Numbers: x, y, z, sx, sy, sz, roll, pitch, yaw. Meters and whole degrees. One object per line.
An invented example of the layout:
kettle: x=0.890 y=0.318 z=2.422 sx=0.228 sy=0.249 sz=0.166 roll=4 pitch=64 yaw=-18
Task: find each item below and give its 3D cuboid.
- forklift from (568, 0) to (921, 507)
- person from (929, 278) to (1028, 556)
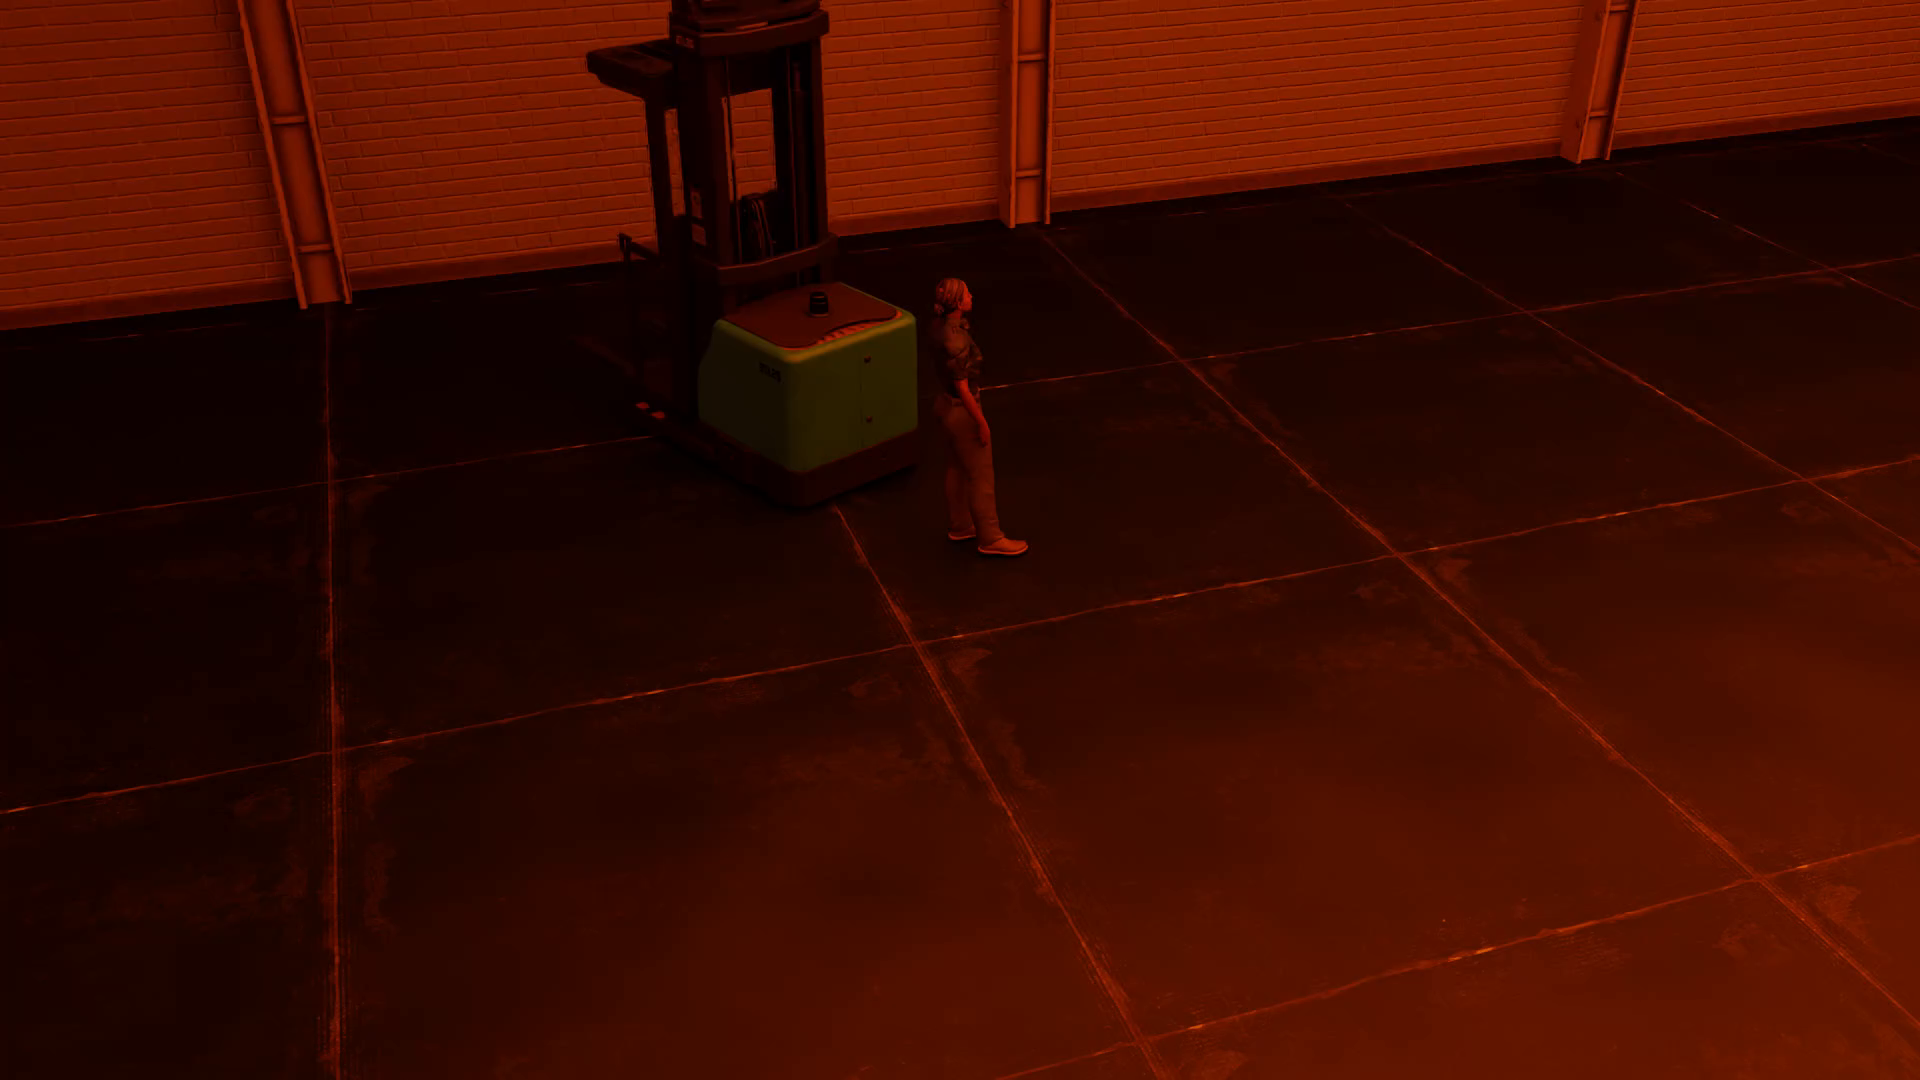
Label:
forklift: x=-1.614 y=-2.124 z=10.779 sx=1.130 sy=2.935 sz=3.031 roll=-24 pitch=38 yaw=-35
person: x=0.090 y=-0.728 z=9.618 sx=0.502 sy=1.657 sz=0.570 roll=-10 pitch=31 yaw=-16
